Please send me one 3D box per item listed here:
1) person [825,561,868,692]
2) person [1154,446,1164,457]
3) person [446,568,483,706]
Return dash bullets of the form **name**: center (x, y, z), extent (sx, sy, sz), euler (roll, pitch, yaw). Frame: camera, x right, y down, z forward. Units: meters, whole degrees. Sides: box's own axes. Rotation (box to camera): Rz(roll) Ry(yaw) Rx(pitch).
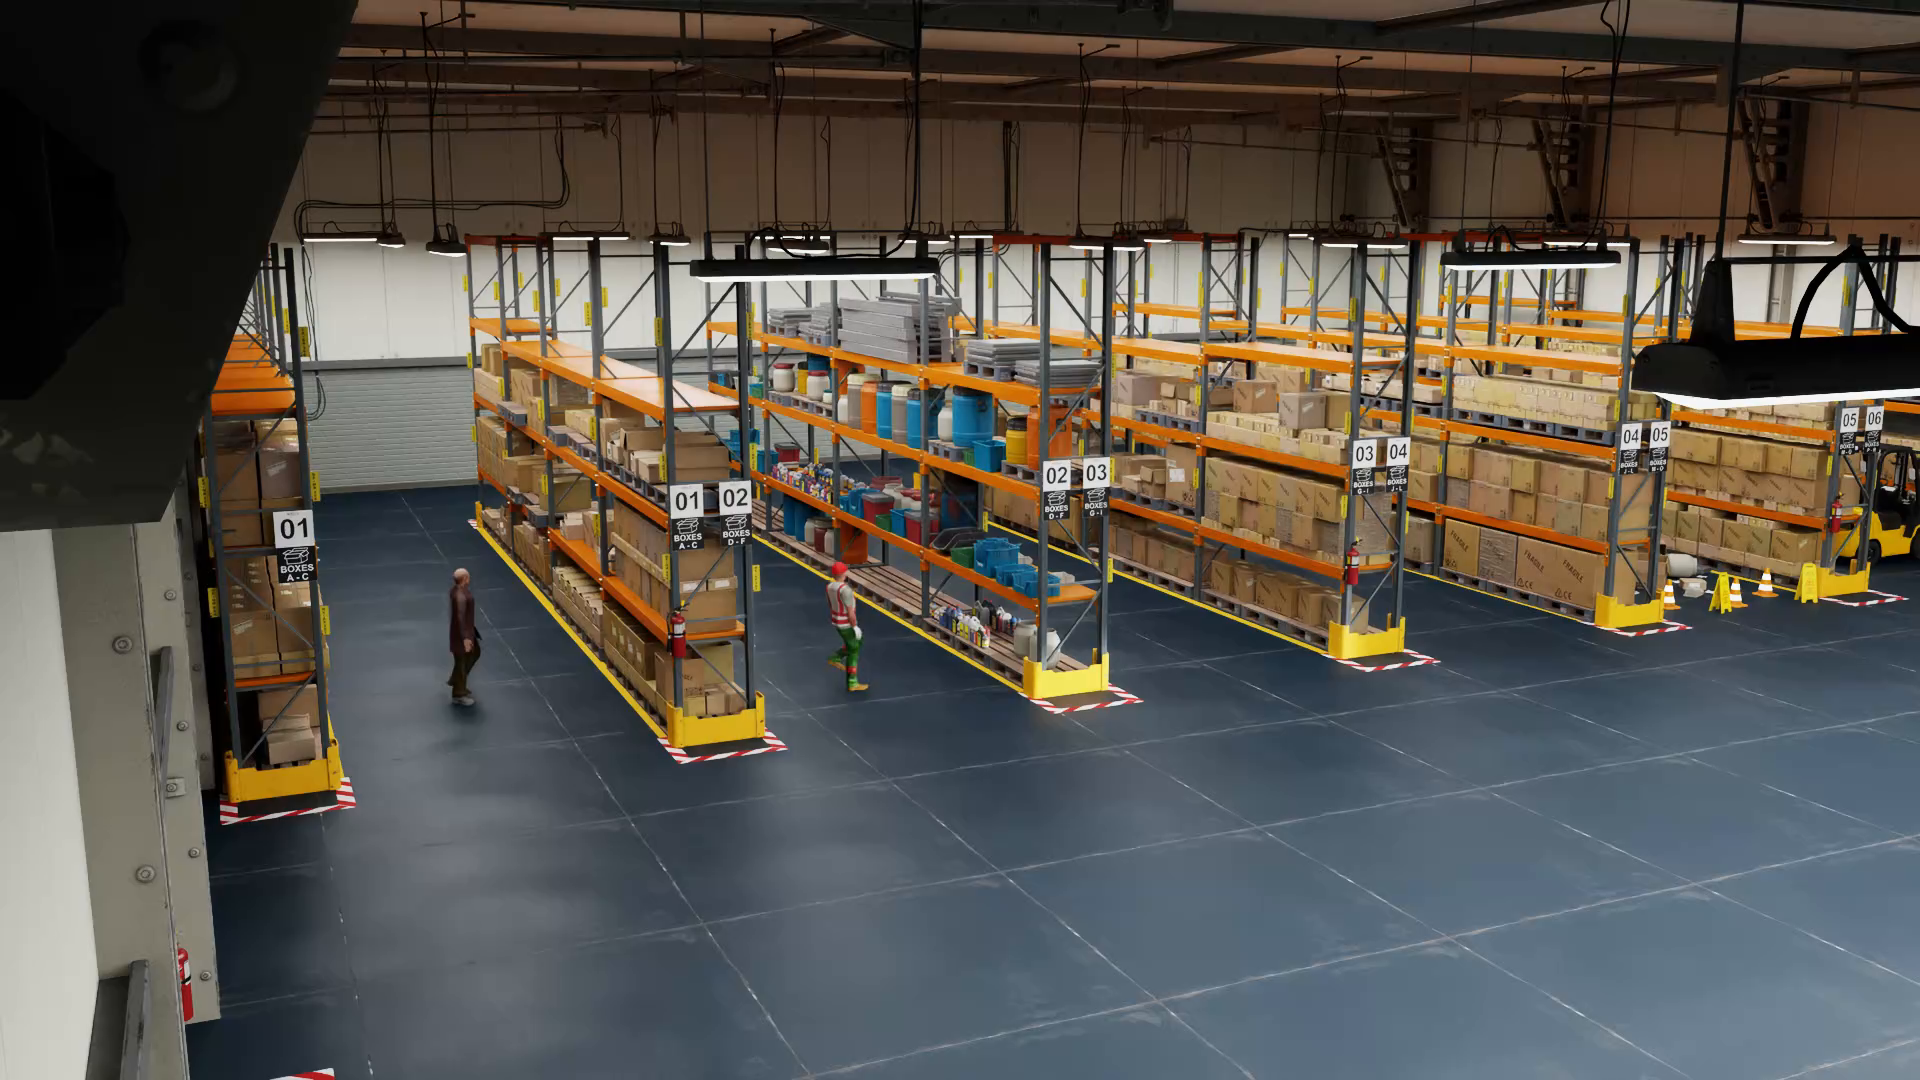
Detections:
- **person**: center (-1.514, 1.159, 22.533), extent (0.556, 1.785, 0.615), euler (-5, 12, -24)
- **person**: center (5.136, -2.900, 43.385), extent (0.514, 1.795, 0.512), euler (10, 15, 43)
- **person**: center (-6.603, 1.246, 21.976), extent (0.495, 1.779, 0.722), euler (-1, 11, -8)
